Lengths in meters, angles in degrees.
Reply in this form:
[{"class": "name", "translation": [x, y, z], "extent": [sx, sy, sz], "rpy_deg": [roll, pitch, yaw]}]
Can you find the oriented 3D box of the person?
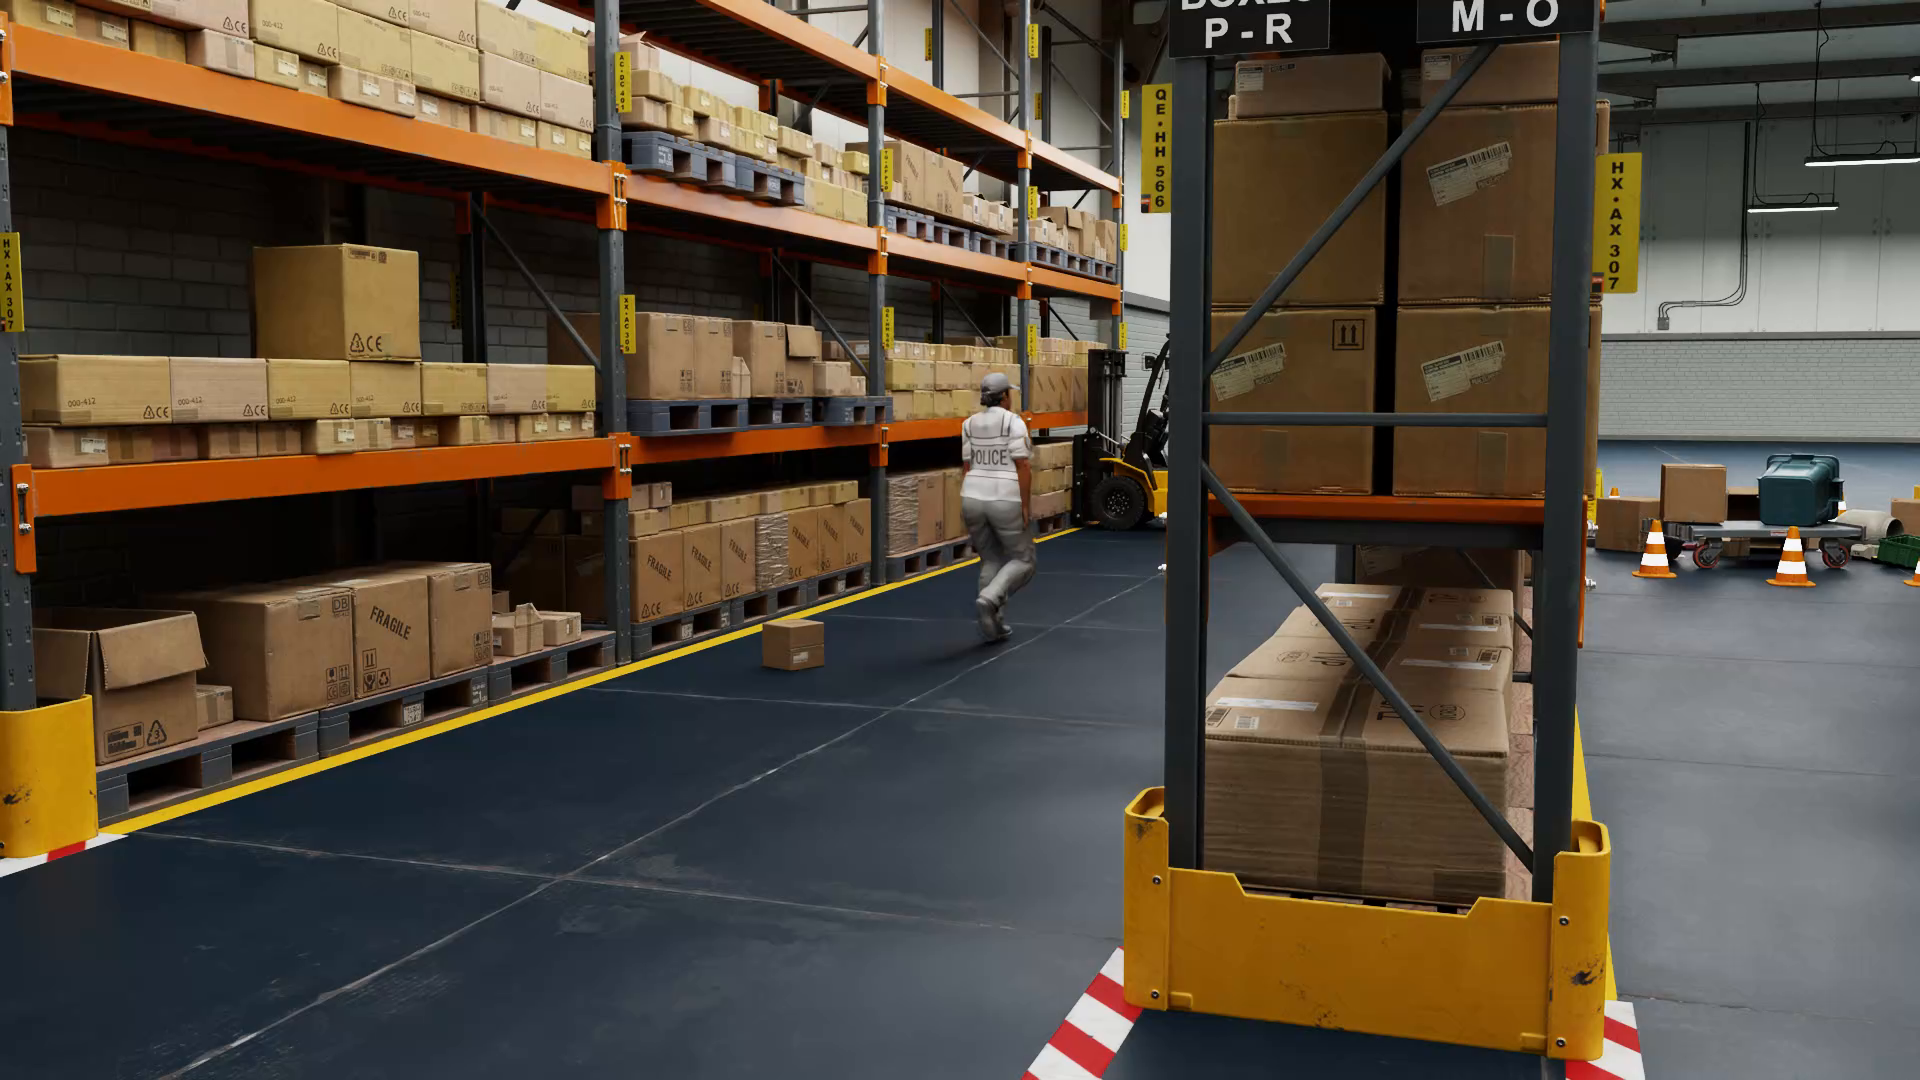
[{"class": "person", "translation": [0.201, -0.198, 10.153], "extent": [0.492, 1.646, 0.614], "rpy_deg": [3, 6, 33]}]
